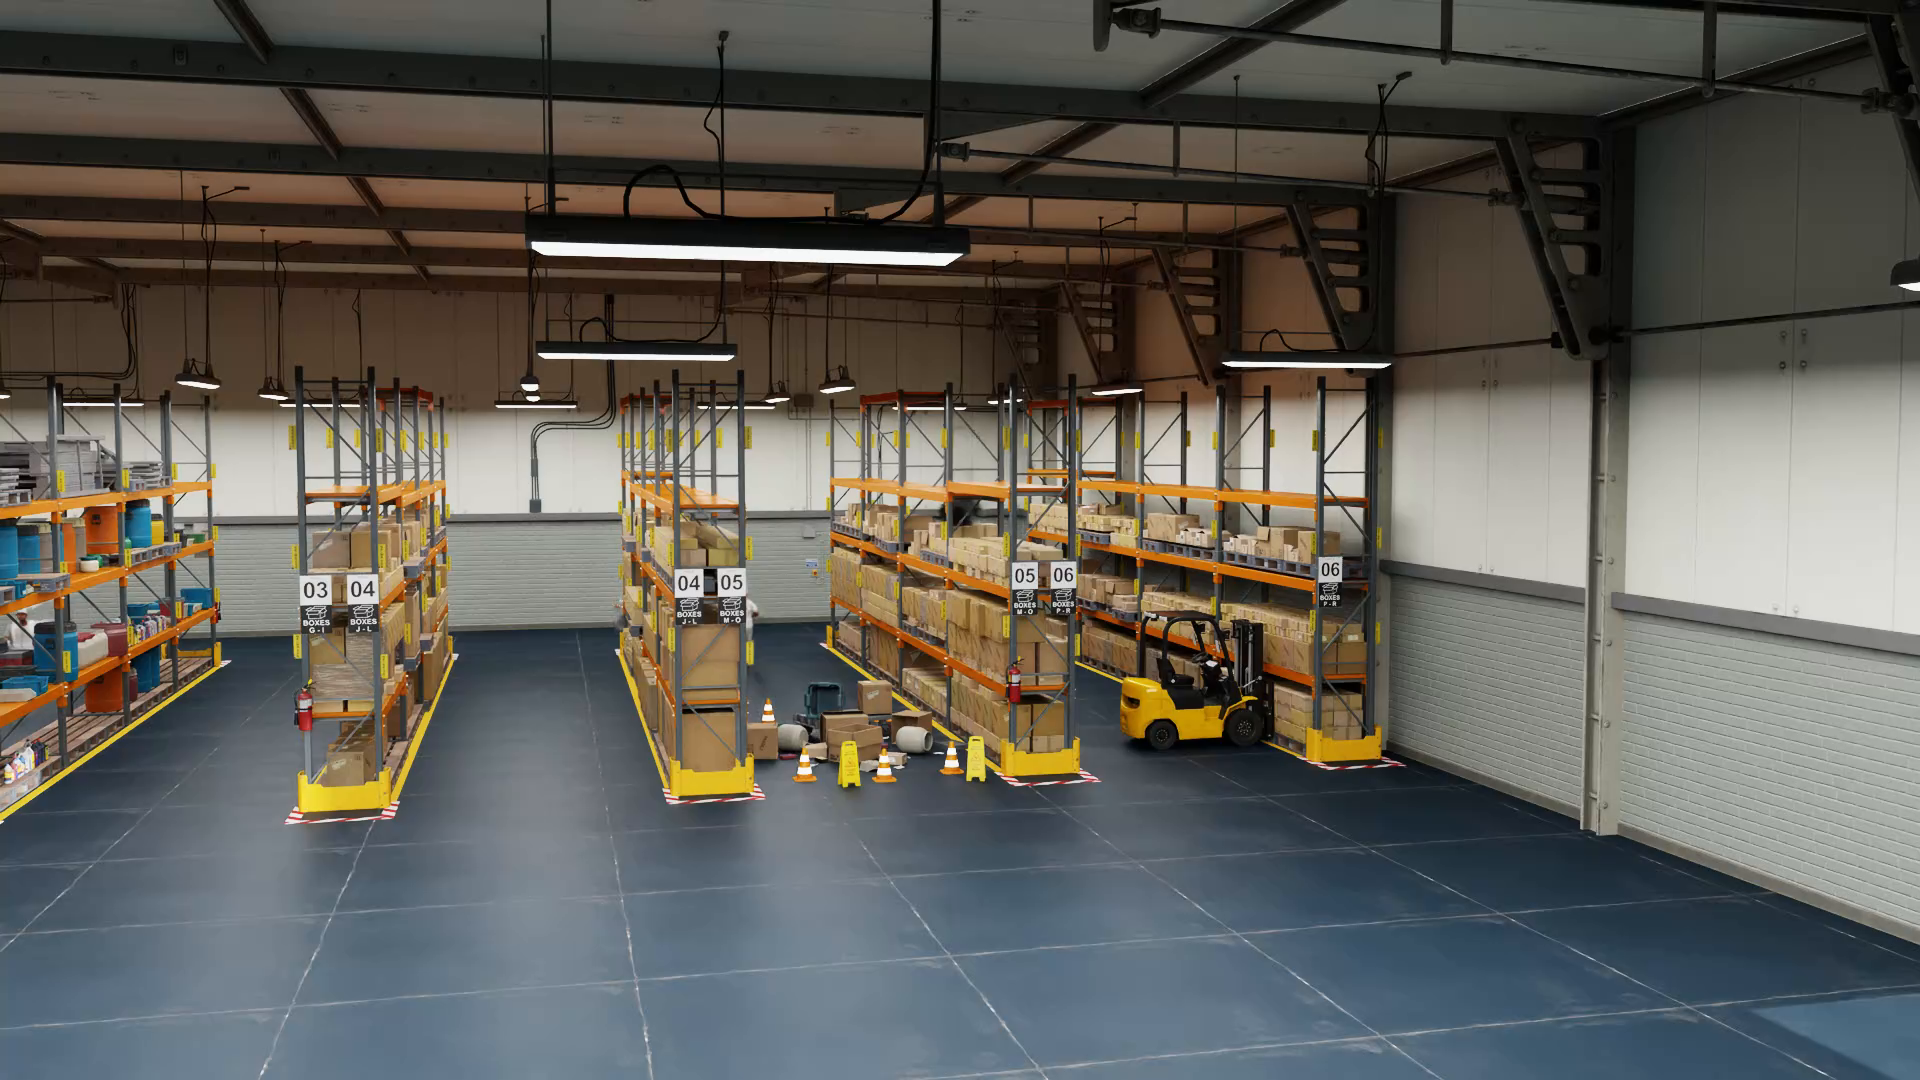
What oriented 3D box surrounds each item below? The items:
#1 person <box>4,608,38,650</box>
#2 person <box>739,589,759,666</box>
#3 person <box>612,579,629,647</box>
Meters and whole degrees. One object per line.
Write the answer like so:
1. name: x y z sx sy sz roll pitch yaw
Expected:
1. person: -18.212 2.193 32.318 0.674 1.761 0.643 -1 4 -16
2. person: -4.767 1.947 36.632 0.686 1.775 0.977 -1 4 -18
3. person: -8.040 1.754 40.056 0.664 1.767 0.708 -1 4 -17
